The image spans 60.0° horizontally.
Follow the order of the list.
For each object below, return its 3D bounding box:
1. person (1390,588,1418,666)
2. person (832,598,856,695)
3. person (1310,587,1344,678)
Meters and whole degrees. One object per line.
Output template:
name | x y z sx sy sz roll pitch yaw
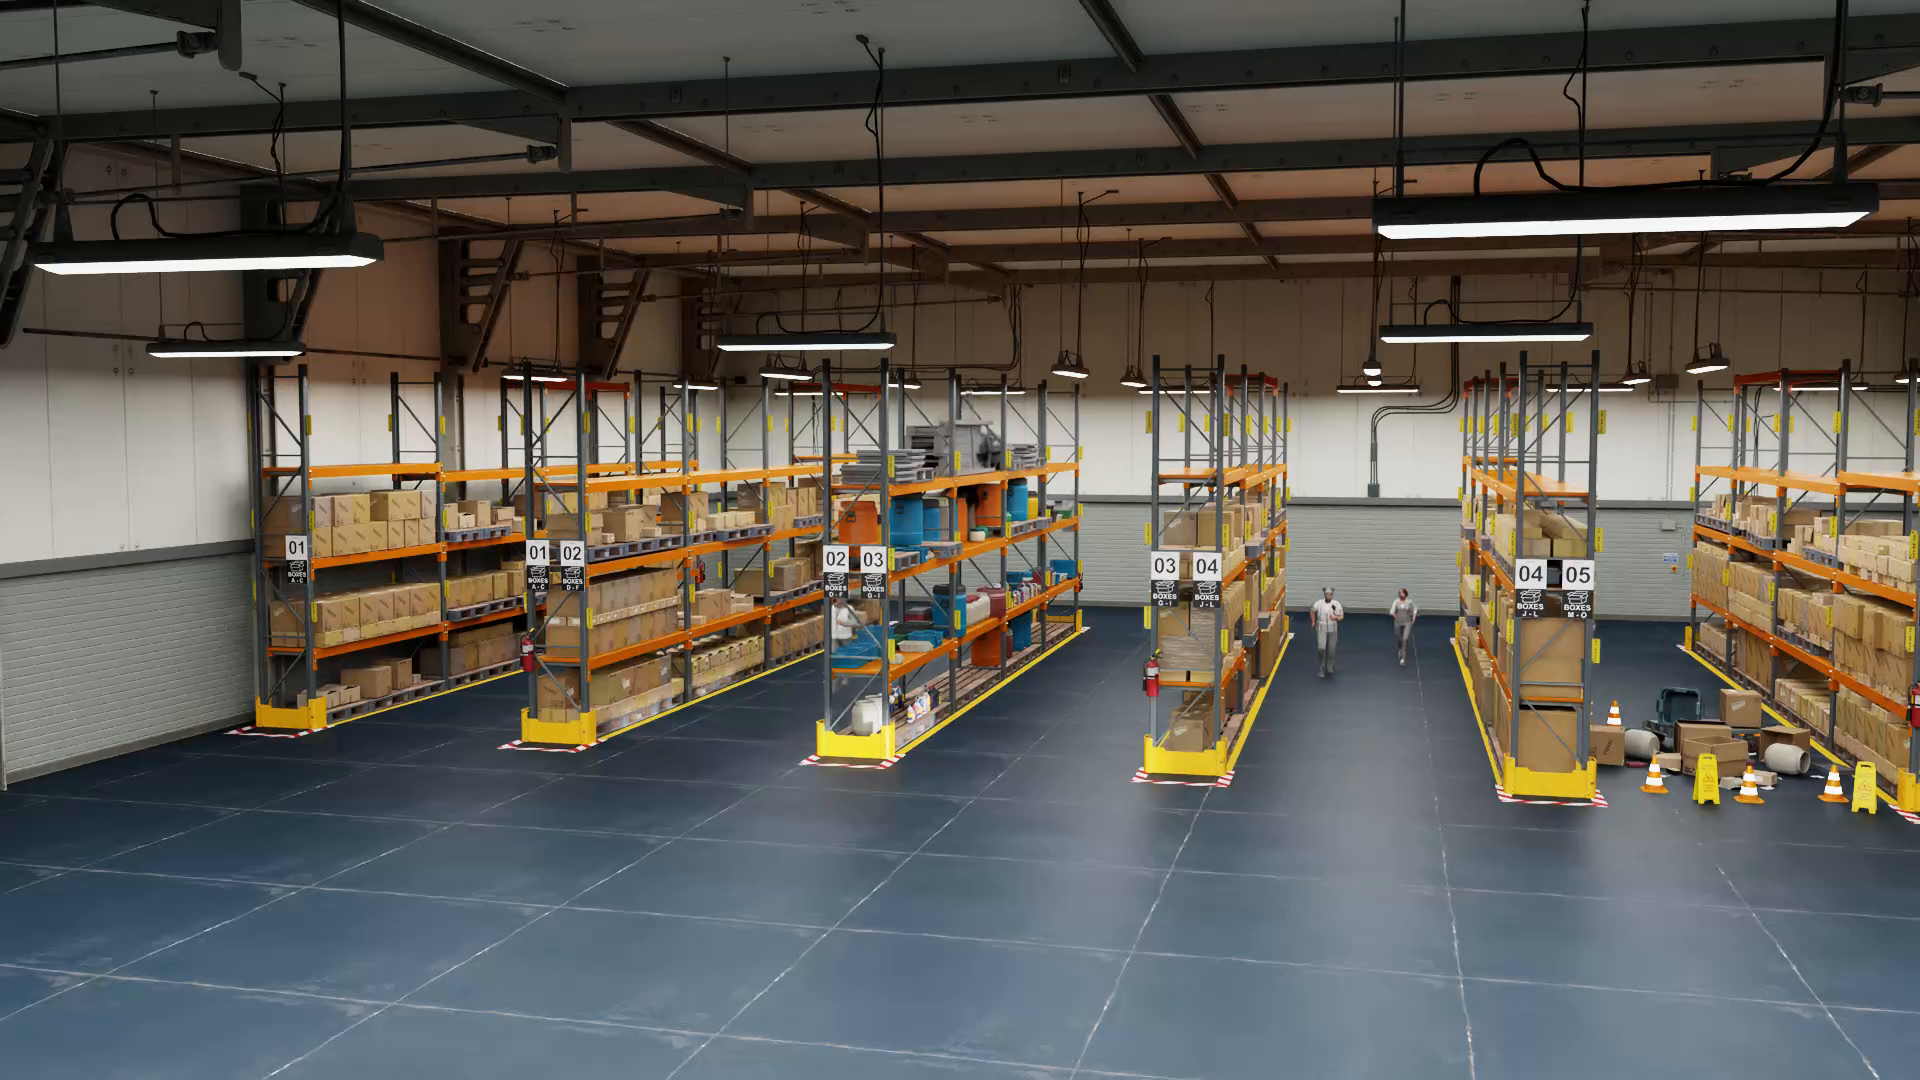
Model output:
person | 9.309 1.799 34.932 0.554 1.591 0.900 1 4 21
person | -2.154 1.805 29.703 0.624 1.892 0.726 0 4 7
person | 7.317 1.844 33.140 0.633 1.851 0.756 1 4 8
